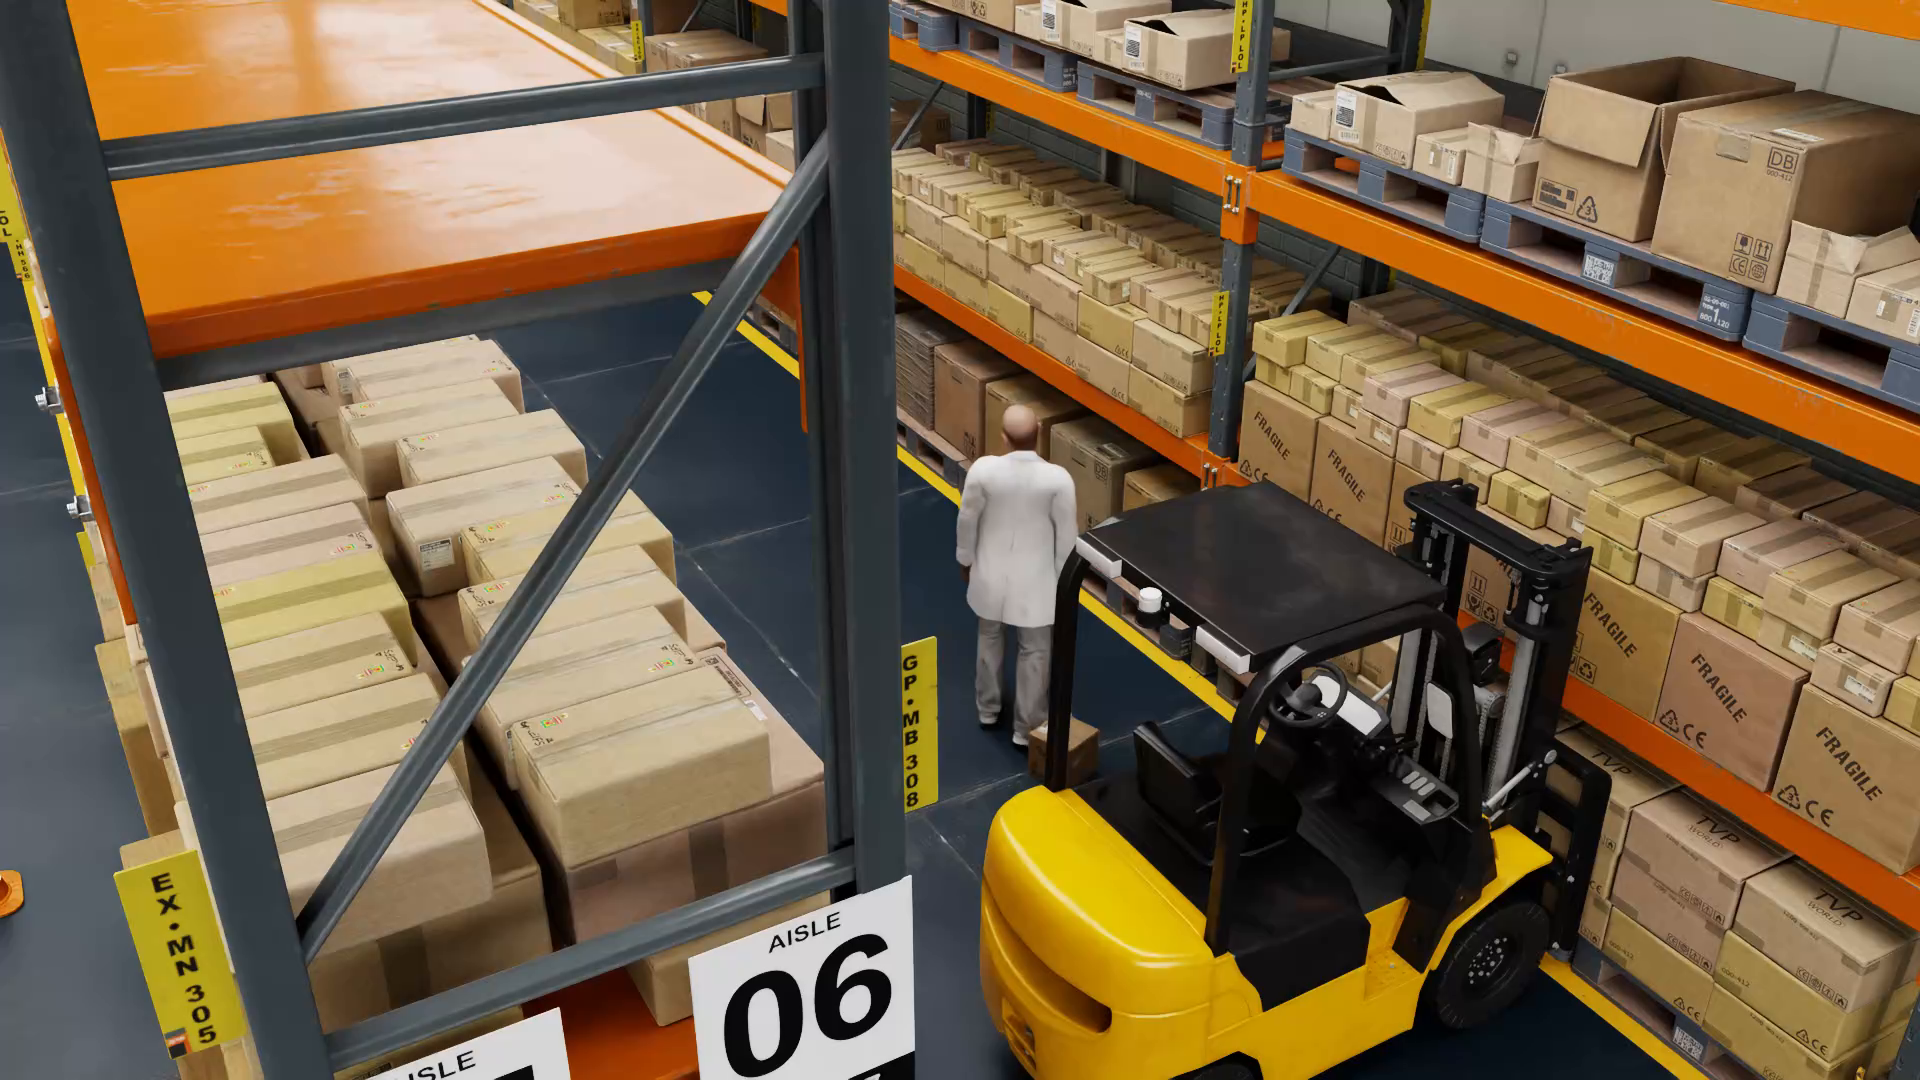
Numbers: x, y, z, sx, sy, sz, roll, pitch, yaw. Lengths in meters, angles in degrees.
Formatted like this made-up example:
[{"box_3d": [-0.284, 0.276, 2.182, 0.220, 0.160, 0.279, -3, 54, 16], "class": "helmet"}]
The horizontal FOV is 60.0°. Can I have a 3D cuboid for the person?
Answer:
[{"box_3d": [0.285, 0.149, 8.251, 0.625, 1.783, 0.494, 9, 30, 16], "class": "person"}]
